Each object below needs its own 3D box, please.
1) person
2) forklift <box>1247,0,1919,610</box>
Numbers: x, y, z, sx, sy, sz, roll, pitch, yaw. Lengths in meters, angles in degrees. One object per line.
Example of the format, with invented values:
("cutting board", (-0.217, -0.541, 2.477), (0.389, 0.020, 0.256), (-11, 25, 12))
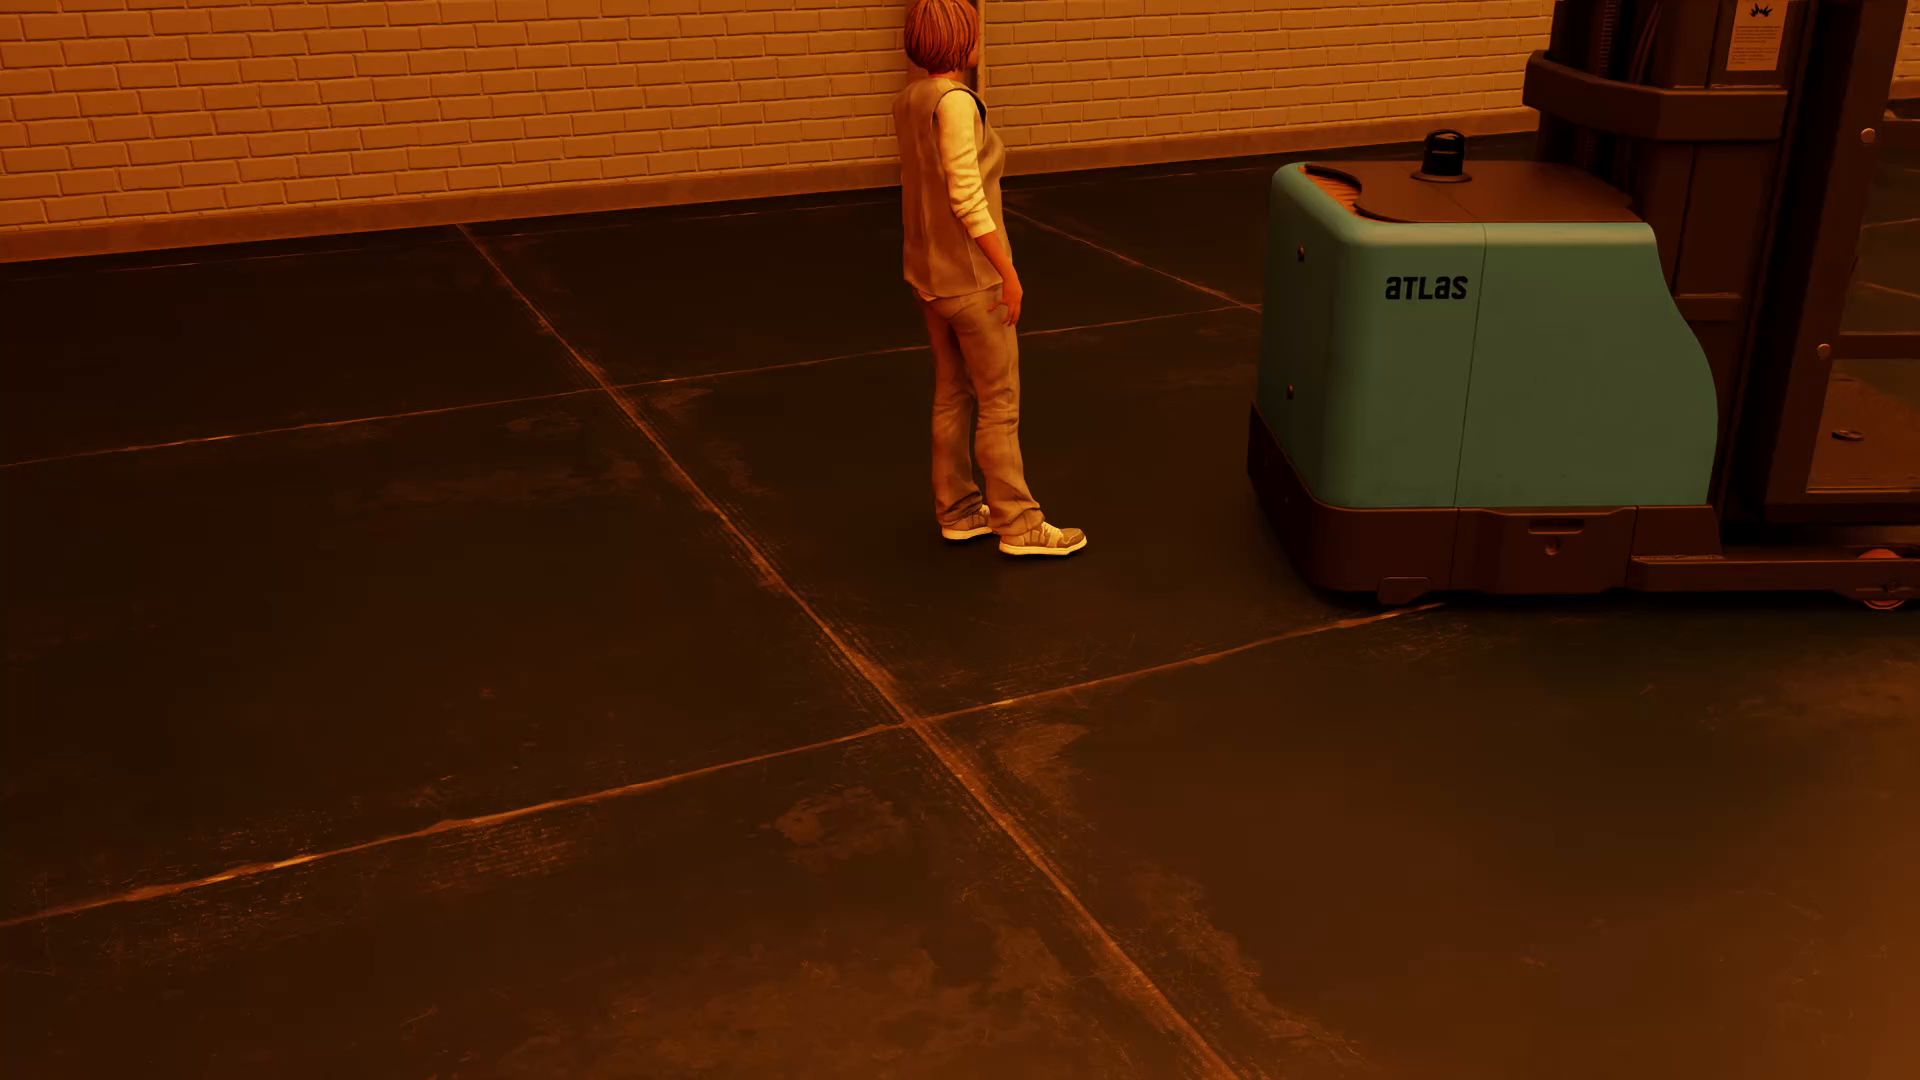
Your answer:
("person", (0.074, -0.752, 4.815), (0.473, 1.599, 0.520), (-10, 25, -23))
("forklift", (2.467, -1.362, 4.565), (3.031, 2.935, 1.130), (-1, 23, -2))
